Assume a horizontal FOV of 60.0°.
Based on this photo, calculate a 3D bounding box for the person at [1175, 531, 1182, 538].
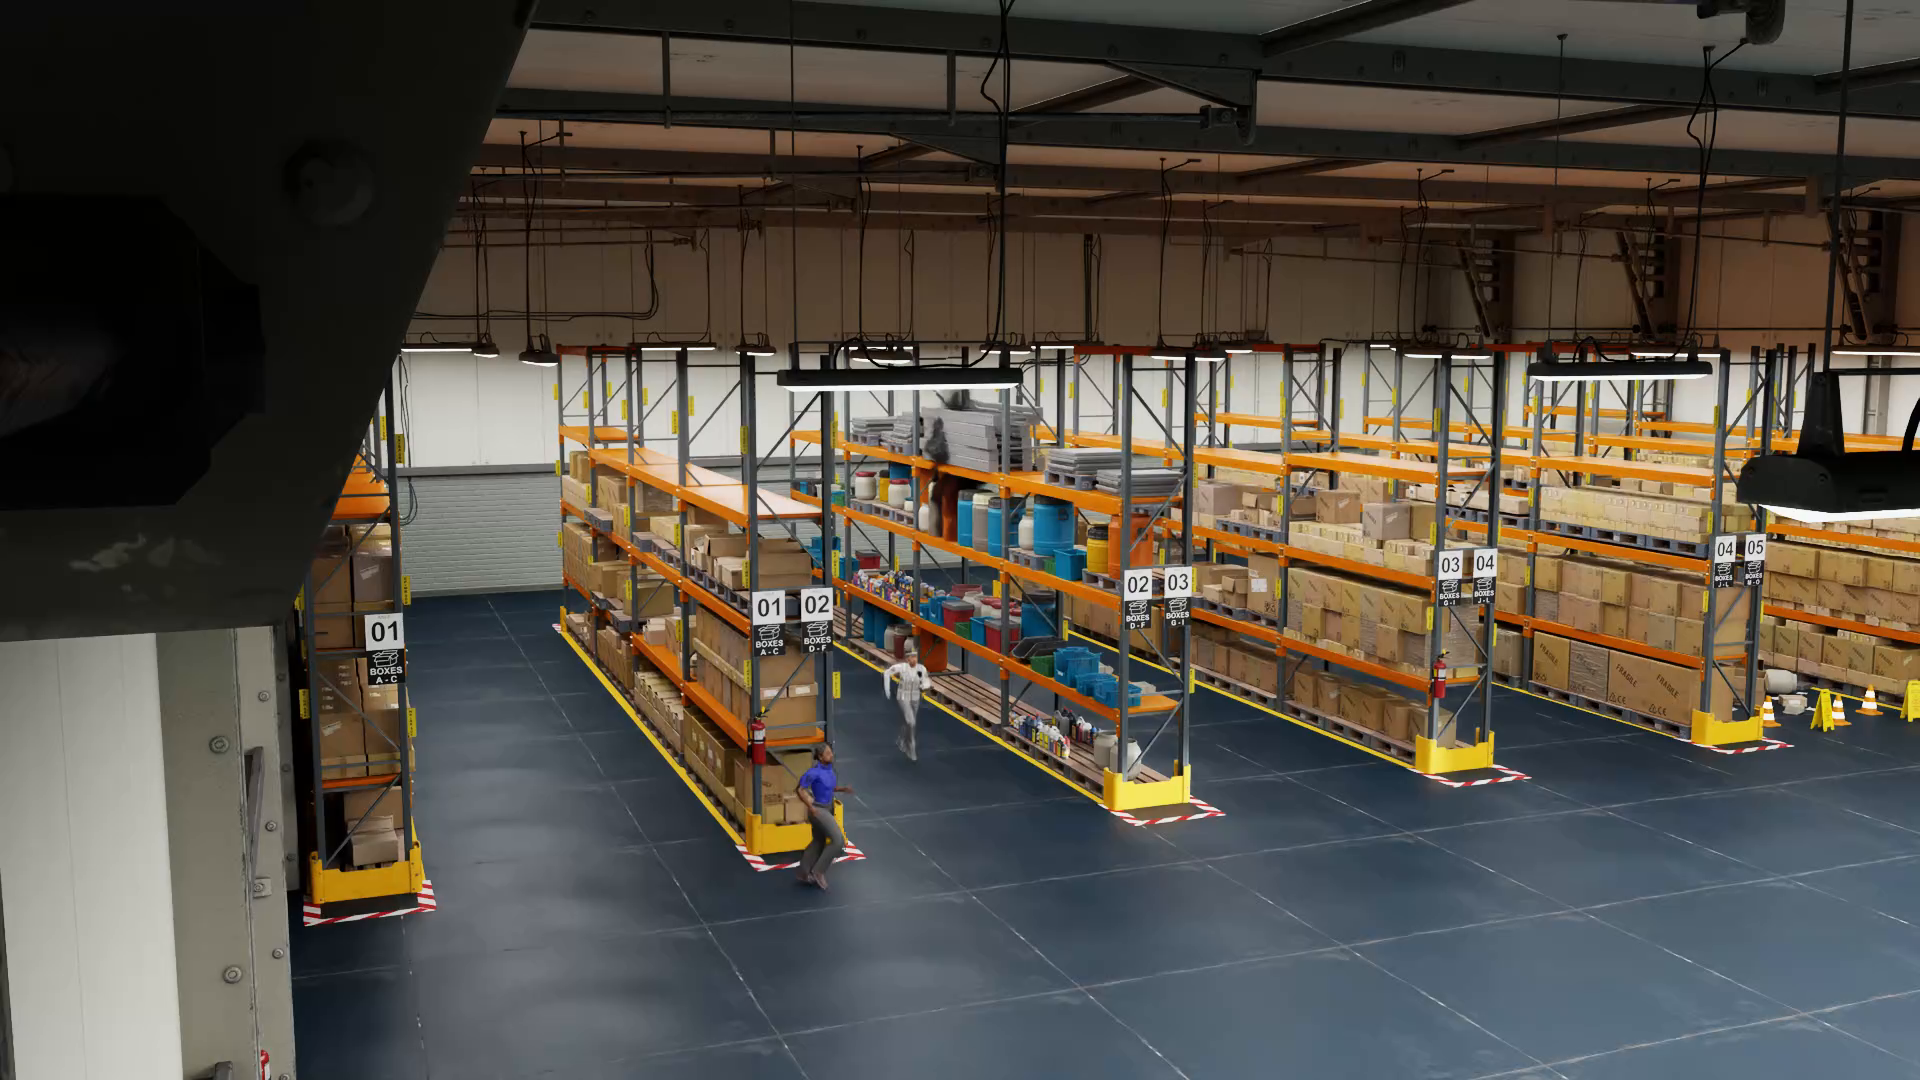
[{"bbox_3d":[4.982,0.628,38.185,0.684,1.736,0.561,-3,8,-21],"label":"person"}]

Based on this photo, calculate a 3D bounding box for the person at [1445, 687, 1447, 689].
[{"bbox_3d":[8.406,1.775,29.447,0.540,1.783,0.786,-3,8,-23],"label":"person"}]

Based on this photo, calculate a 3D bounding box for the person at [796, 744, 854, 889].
[{"bbox_3d":[-1.546,3.134,18.936,0.676,1.670,0.550,1,7,8],"label":"person"}]

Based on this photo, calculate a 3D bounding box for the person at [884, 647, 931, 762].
[{"bbox_3d":[-0.765,2.391,24.541,0.637,1.709,0.799,-3,8,-23],"label":"person"}]
